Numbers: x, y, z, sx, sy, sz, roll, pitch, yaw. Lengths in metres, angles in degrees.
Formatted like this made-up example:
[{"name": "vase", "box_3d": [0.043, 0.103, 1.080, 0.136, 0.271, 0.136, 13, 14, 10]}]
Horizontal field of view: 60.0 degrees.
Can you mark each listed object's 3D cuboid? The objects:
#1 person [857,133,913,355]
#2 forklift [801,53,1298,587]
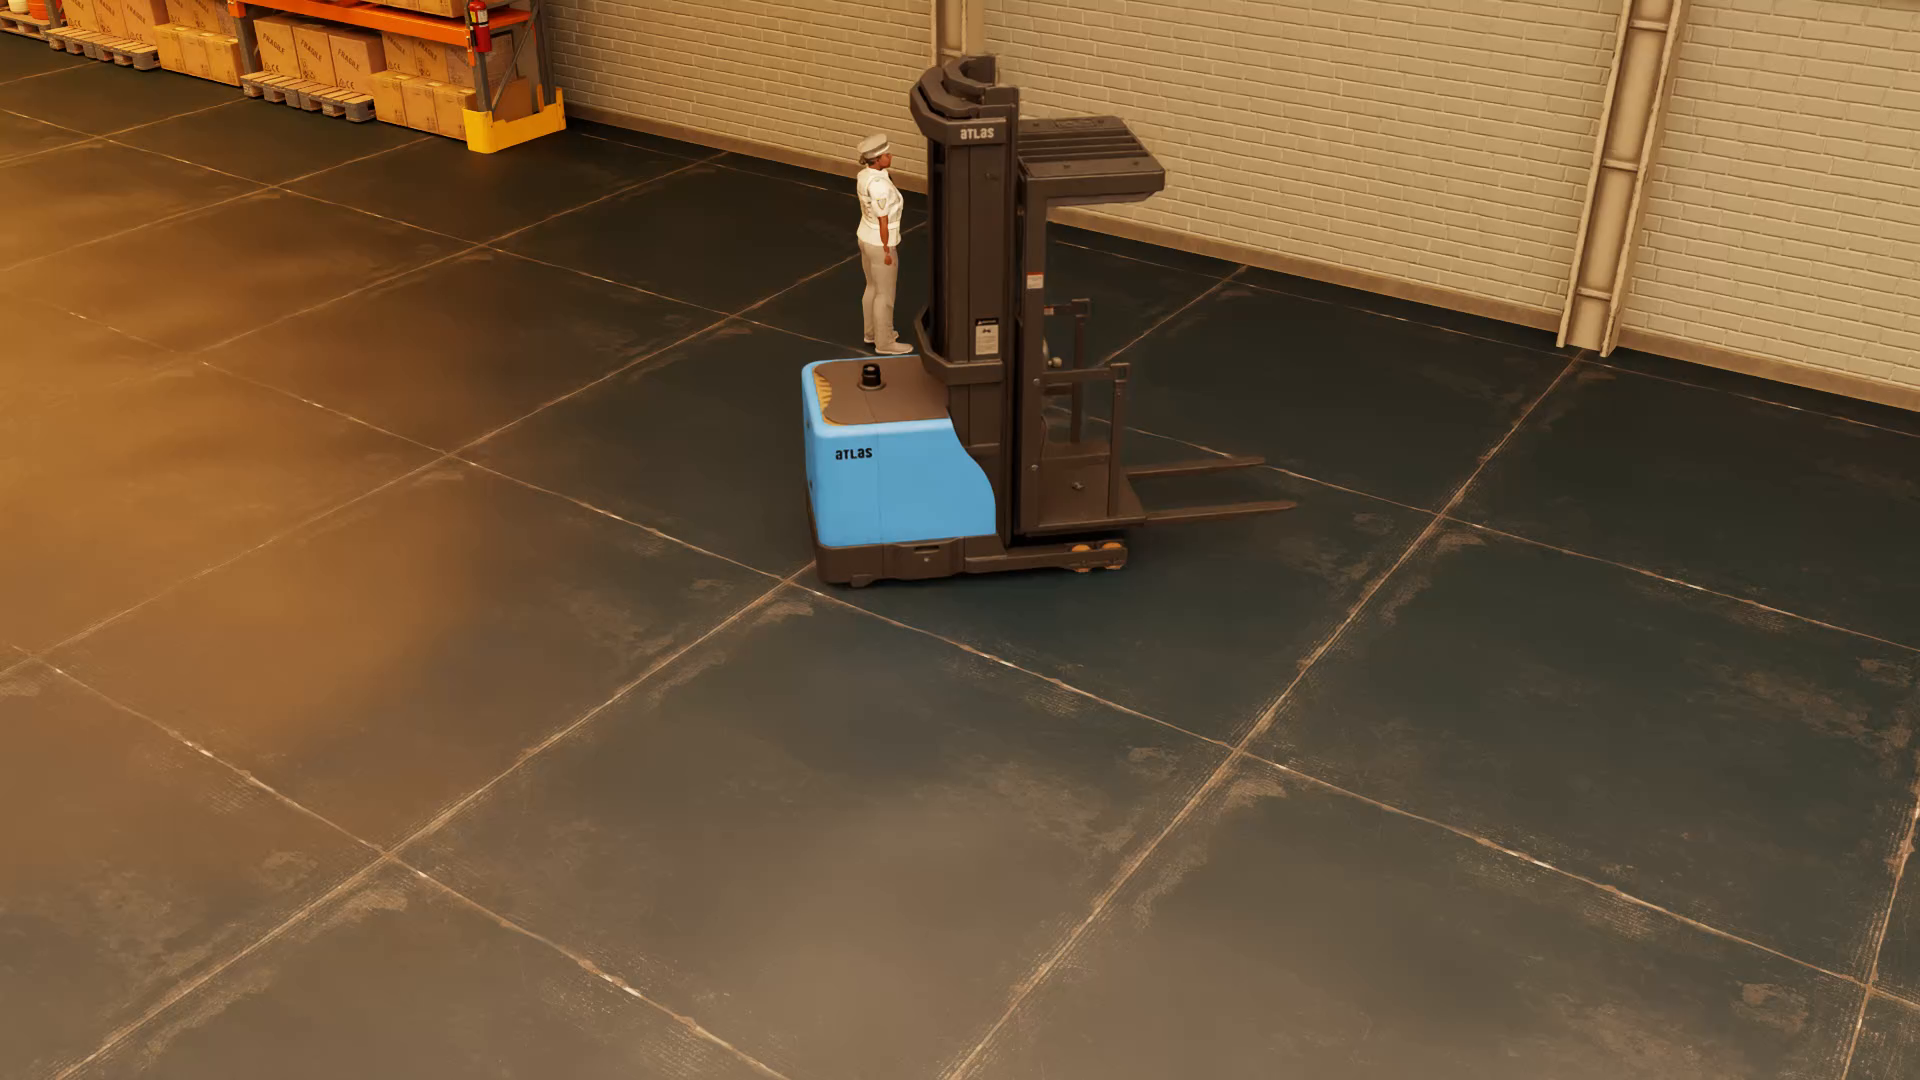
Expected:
[{"name": "person", "box_3d": [-0.598, -2.267, 12.724, 0.352, 1.694, 0.452, -11, 32, -18]}, {"name": "forklift", "box_3d": [0.575, -1.326, 9.865, 3.031, 2.935, 1.130, -5, 30, -8]}]
